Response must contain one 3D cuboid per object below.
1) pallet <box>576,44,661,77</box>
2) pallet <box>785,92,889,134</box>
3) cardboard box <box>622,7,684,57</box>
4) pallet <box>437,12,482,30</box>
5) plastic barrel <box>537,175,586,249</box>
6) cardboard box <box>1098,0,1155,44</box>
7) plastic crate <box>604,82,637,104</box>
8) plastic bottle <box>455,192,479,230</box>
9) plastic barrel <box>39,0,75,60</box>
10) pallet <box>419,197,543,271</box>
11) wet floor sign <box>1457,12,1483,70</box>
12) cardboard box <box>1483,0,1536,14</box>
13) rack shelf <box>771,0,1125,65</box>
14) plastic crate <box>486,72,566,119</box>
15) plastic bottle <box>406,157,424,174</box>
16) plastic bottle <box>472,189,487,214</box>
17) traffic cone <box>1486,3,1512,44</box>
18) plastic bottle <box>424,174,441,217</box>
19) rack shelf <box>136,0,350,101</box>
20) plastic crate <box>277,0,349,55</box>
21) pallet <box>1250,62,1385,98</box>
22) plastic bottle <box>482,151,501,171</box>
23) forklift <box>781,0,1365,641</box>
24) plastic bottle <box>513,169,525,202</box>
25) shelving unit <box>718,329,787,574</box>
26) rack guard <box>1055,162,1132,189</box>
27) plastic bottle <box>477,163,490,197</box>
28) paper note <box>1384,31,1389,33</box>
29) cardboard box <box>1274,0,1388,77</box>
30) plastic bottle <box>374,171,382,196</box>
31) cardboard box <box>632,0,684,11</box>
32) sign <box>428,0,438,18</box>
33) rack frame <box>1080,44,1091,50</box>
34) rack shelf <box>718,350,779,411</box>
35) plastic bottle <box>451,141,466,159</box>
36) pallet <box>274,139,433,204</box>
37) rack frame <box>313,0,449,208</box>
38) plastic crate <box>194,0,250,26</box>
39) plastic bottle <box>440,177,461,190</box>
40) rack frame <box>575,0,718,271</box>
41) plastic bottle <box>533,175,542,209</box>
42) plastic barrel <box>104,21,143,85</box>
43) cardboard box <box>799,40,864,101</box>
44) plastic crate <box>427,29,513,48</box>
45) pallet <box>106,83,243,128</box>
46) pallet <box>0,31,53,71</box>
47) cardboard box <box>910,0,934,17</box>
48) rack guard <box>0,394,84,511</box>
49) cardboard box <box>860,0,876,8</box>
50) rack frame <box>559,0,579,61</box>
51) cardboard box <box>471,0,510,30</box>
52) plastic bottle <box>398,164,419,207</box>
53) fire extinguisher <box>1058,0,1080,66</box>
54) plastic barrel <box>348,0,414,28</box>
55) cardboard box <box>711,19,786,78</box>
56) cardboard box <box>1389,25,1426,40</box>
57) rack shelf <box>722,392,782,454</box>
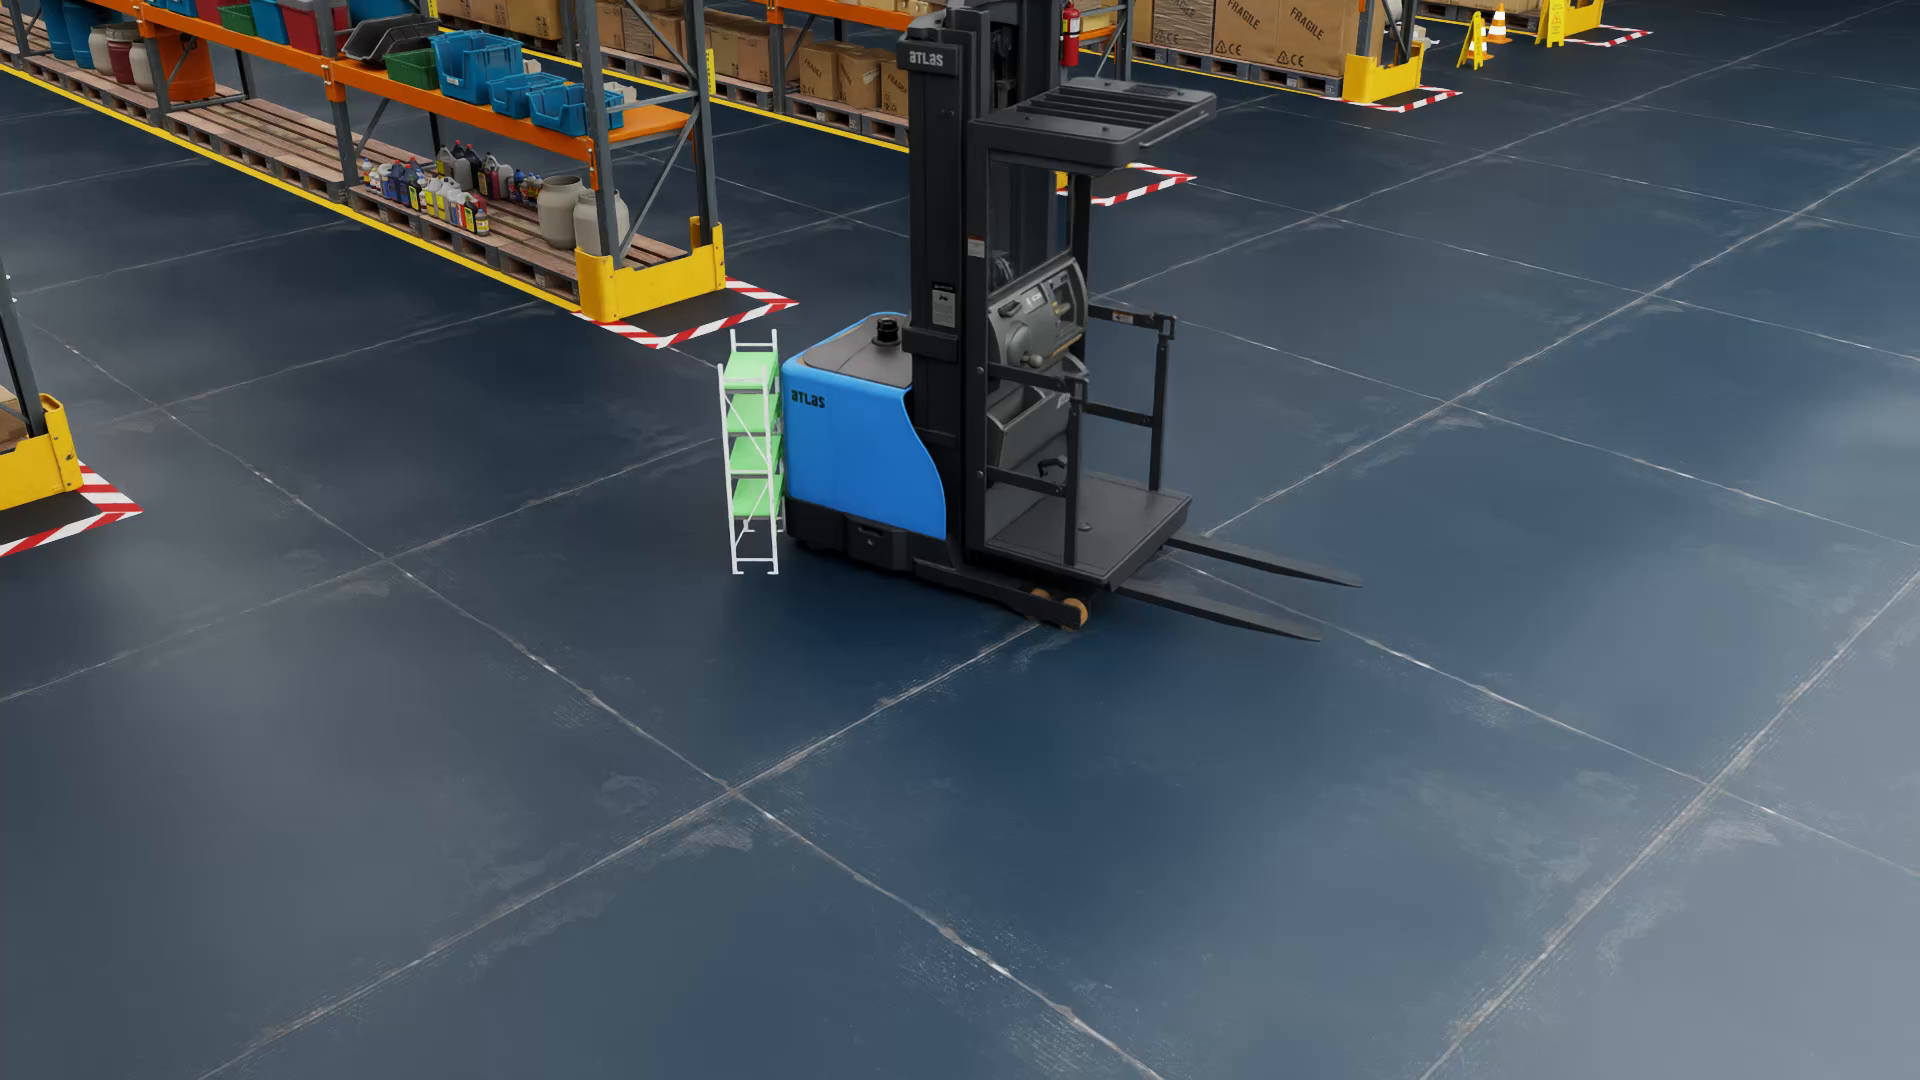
[{"bbox_3d":[-3.926,-5.928,20.296,1.213,0.211,1.003,25,36,38],"label":"pallet"},{"bbox_3d":[-1.126,-4.671,17.906,1.213,0.211,1.003,25,36,38],"label":"pallet"},{"bbox_3d":[-3.586,-6.117,19.873,0.500,0.500,0.700,21,34,34],"label":"cardboard box"},{"bbox_3d":[-6.732,-7.262,22.833,1.213,0.211,1.003,25,36,38],"label":"pallet"},{"bbox_3d":[-3.131,-2.601,13.195,0.421,0.512,0.421,0,28,0],"label":"plastic barrel"},{"bbox_3d":[2.319,-6.742,20.681,0.875,0.875,0.875,-25,36,-38],"label":"cardboard box"},{"bbox_3d":[-2.663,-3.445,12.863,0.250,0.136,0.298,25,36,38],"label":"plastic crate"},{"bbox_3d":[-4.028,-2.698,13.611,0.135,0.276,0.152,25,37,39],"label":"plastic bottle"},{"bbox_3d":[-10.431,-6.153,19.532,0.708,0.901,0.600,25,36,38],"label":"plastic barrel"},{"bbox_3d":[-3.779,-2.603,13.974,1.213,0.211,1.003,25,36,38],"label":"pallet"},{"bbox_3d":[6.180,-6.026,20.016,0.232,0.644,0.267,18,33,30],"label":"wet floor sign"},{"bbox_3d":[7.388,-7.247,22.312,0.500,0.250,0.500,24,36,38],"label":"cardboard box"},{"bbox_3d":[-0.204,-5.141,16.577,4.000,0.370,1.077,25,36,38],"label":"rack shelf"},{"bbox_3d":[-3.276,-3.375,12.606,0.408,0.251,0.499,25,36,38],"label":"plastic crate"},{"bbox_3d":[-4.717,-3.137,14.367,0.185,0.351,0.144,25,36,38],"label":"plastic bottle"},{"bbox_3d":[-3.953,-2.736,13.677,0.133,0.283,0.061,25,36,38],"label":"plastic bottle"},{"bbox_3d":[6.959,-6.685,21.467,0.334,0.463,0.336,25,36,38],"label":"traffic cone"},{"bbox_3d":[-4.380,-2.889,13.895,0.185,0.351,0.144,24,36,38],"label":"plastic bottle"},{"bbox_3d":[-6.529,-4.803,15.934,4.000,0.370,1.077,25,36,38],"label":"rack shelf"},{"bbox_3d":[-5.662,-4.553,14.617,0.583,0.464,0.402,25,36,38],"label":"plastic crate"},{"bbox_3d":[4.147,-5.421,19.332,1.213,0.211,1.003,25,36,38],"label":"pallet"},{"bbox_3d":[-4.074,-3.208,14.502,0.185,0.351,0.144,24,36,38],"label":"plastic bottle"},{"bbox_3d":[0.573,-1.118,8.227,3.031,2.935,1.130,15,31,27],"label":"forklift"},{"bbox_3d":[-3.785,-3.056,14.298,0.097,0.271,0.097,0,28,0],"label":"plastic bottle"},{"bbox_3d":[-1.093,-0.465,8.846,0.258,1.200,0.503,0,28,0],"label":"shelving unit"},{"bbox_3d":[1.168,-3.725,15.798,0.348,0.500,1.175,25,36,38],"label":"rack guard"},{"bbox_3d":[-4.128,-3.136,14.437,0.133,0.283,0.061,25,36,38],"label":"plastic bottle"},{"bbox_3d":[5.600,-6.751,22.069,0.148,0.019,0.142,-13,30,-22],"label":"paper note"},{"bbox_3d":[4.242,-5.865,19.012,0.875,0.875,0.875,25,37,39],"label":"cardboard box"},{"bbox_3d":[-5.038,-3.109,14.473,0.097,0.201,0.097,0,28,0],"label":"plastic bottle"},{"bbox_3d":[-3.598,-6.459,19.718,0.500,0.250,0.500,-21,34,-34],"label":"cardboard box"},{"bbox_3d":[-4.709,-4.770,14.801,0.005,0.325,0.100,25,36,38],"label":"sign"},{"bbox_3d":[1.919,-7.725,20.719,0.127,3.000,1.000,25,36,38],"label":"rack frame"},{"bbox_3d":[-1.093,-0.834,8.652,0.258,0.148,0.480,0,28,0],"label":"rack shelf"},{"bbox_3d":[-4.441,-3.376,14.821,0.185,0.351,0.144,23,36,37],"label":"plastic bottle"},{"bbox_3d":[-5.690,-3.478,15.637,1.213,0.211,1.003,25,36,38],"label":"pallet"},{"bbox_3d":[-5.103,-4.468,14.525,0.127,3.000,1.000,25,36,38],"label":"rack frame"},{"bbox_3d":[-7.017,-5.173,15.796,0.583,0.464,0.402,25,36,38],"label":"plastic crate"},{"bbox_3d":[-4.294,-2.914,14.022,0.135,0.276,0.152,25,36,38],"label":"plastic bottle"},{"bbox_3d":[-2.250,-3.163,12.043,0.127,3.000,1.000,25,36,38],"label":"rack frame"},{"bbox_3d":[-3.569,-2.957,14.110,0.097,0.271,0.097,0,28,0],"label":"plastic bottle"},{"bbox_3d":[-9.121,-5.415,18.464,0.708,0.588,0.600,25,36,38],"label":"plastic barrel"},{"bbox_3d":[-1.373,-5.048,17.862,0.500,0.500,0.500,23,36,37],"label":"cardboard box"},{"bbox_3d":[-4.123,-4.132,14.044,0.616,0.251,0.499,25,36,38],"label":"plastic crate"},{"bbox_3d":[-8.546,-4.783,18.119,1.213,0.211,1.003,25,36,38],"label":"pallet"},{"bbox_3d":[-11.359,-6.072,20.570,1.213,0.211,1.003,25,36,38],"label":"pallet"},{"bbox_3d":[-0.269,-5.175,16.138,0.250,0.149,0.380,25,36,38],"label":"cardboard box"},{"bbox_3d":[-5.709,-0.406,9.486,0.348,0.500,1.175,25,36,38],"label":"rack guard"},{"bbox_3d":[-0.779,-5.431,16.626,0.250,0.149,0.380,25,36,38],"label":"cardboard box"},{"bbox_3d":[-4.482,-7.417,20.133,0.127,3.000,1.000,25,36,38],"label":"rack frame"},{"bbox_3d":[-5.590,-7.188,21.529,0.875,0.875,1.225,25,36,39],"label":"cardboard box"},{"bbox_3d":[-4.683,-3.028,14.159,0.185,0.351,0.144,23,35,36],"label":"plastic bottle"},{"bbox_3d":[0.981,-4.582,14.825,0.183,0.674,0.296,25,36,38],"label":"fire extinguisher"},{"bbox_3d":[-5.166,-4.917,14.839,0.708,0.901,0.600,25,36,38],"label":"plastic barrel"},{"bbox_3d":[-2.380,-5.570,18.833,0.500,0.500,0.700,24,36,38],"label":"cardboard box"},{"bbox_3d":[5.820,-6.591,21.625,0.380,0.149,0.250,-7,29,-14],"label":"cardboard box"},{"bbox_3d":[-1.093,-0.621,8.764,0.258,0.148,0.480,0,28,0],"label":"rack shelf"}]
